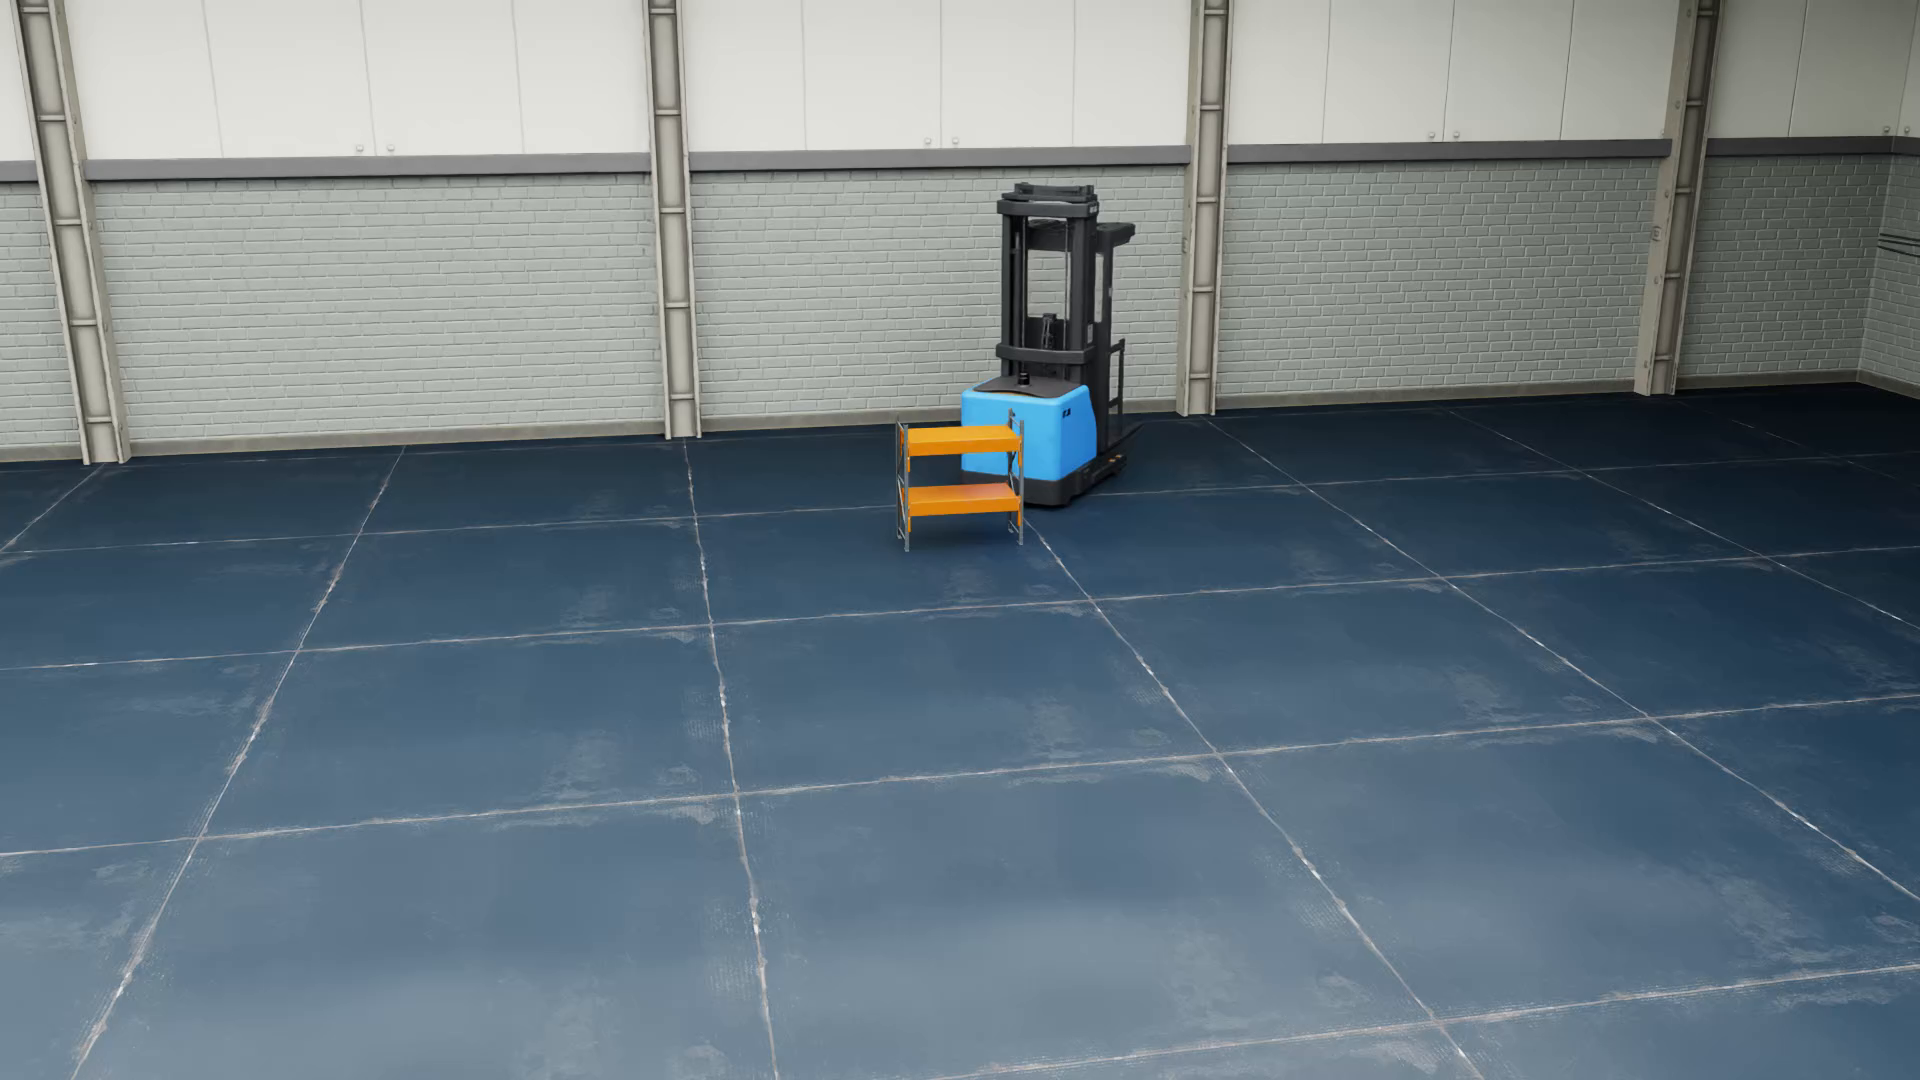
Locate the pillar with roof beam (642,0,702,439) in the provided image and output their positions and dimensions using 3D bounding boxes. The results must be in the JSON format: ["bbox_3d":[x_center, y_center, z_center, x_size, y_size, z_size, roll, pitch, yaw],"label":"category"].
[{"bbox_3d":[-2.284,-4.237,13.279,0.400,9.000,9.100,-3,17,-10],"label":"pillar with roof beam"}]

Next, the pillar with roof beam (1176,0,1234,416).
[{"bbox_3d":[3.607,-4.571,14.367,0.400,9.000,9.100,-3,17,-10],"label":"pillar with roof beam"}]

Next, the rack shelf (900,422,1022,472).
[{"bbox_3d":[-0.007,-0.817,14.559,1.000,0.278,0.538,-3,17,-10],"label":"rack shelf"}]

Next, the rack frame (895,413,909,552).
[{"bbox_3d":[-0.506,-0.509,14.553,0.032,1.125,0.500,-3,17,-10],"label":"rack frame"}]

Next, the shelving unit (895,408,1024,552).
[{"bbox_3d":[-0.007,-0.537,14.645,1.048,1.125,0.538,-3,17,-10],"label":"shelving unit"}]

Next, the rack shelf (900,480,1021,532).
[{"bbox_3d":[-0.007,-0.304,14.717,1.000,0.278,0.538,-3,17,-10],"label":"rack shelf"}]

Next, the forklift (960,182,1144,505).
[{"bbox_3d":[1.074,-2.114,16.703,1.130,2.935,3.031,8,19,24],"label":"forklift"}]

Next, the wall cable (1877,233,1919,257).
[{"bbox_3d":[11.825,-4.445,19.245,0.112,2.526,3.097,-3,17,-10],"label":"wall cable"}]

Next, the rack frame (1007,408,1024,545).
[{"bbox_3d":[0.492,-0.566,14.738,0.032,1.125,0.500,-3,17,-10],"label":"rack frame"}]

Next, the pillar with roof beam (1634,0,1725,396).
[{"bbox_3d":[9.498,-4.905,15.455,0.400,9.000,9.100,-3,17,-10],"label":"pillar with roof beam"}]

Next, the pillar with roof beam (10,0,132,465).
[{"bbox_3d":[-8.175,-3.902,12.191,0.400,9.000,9.100,-3,17,-10],"label":"pillar with roof beam"}]
